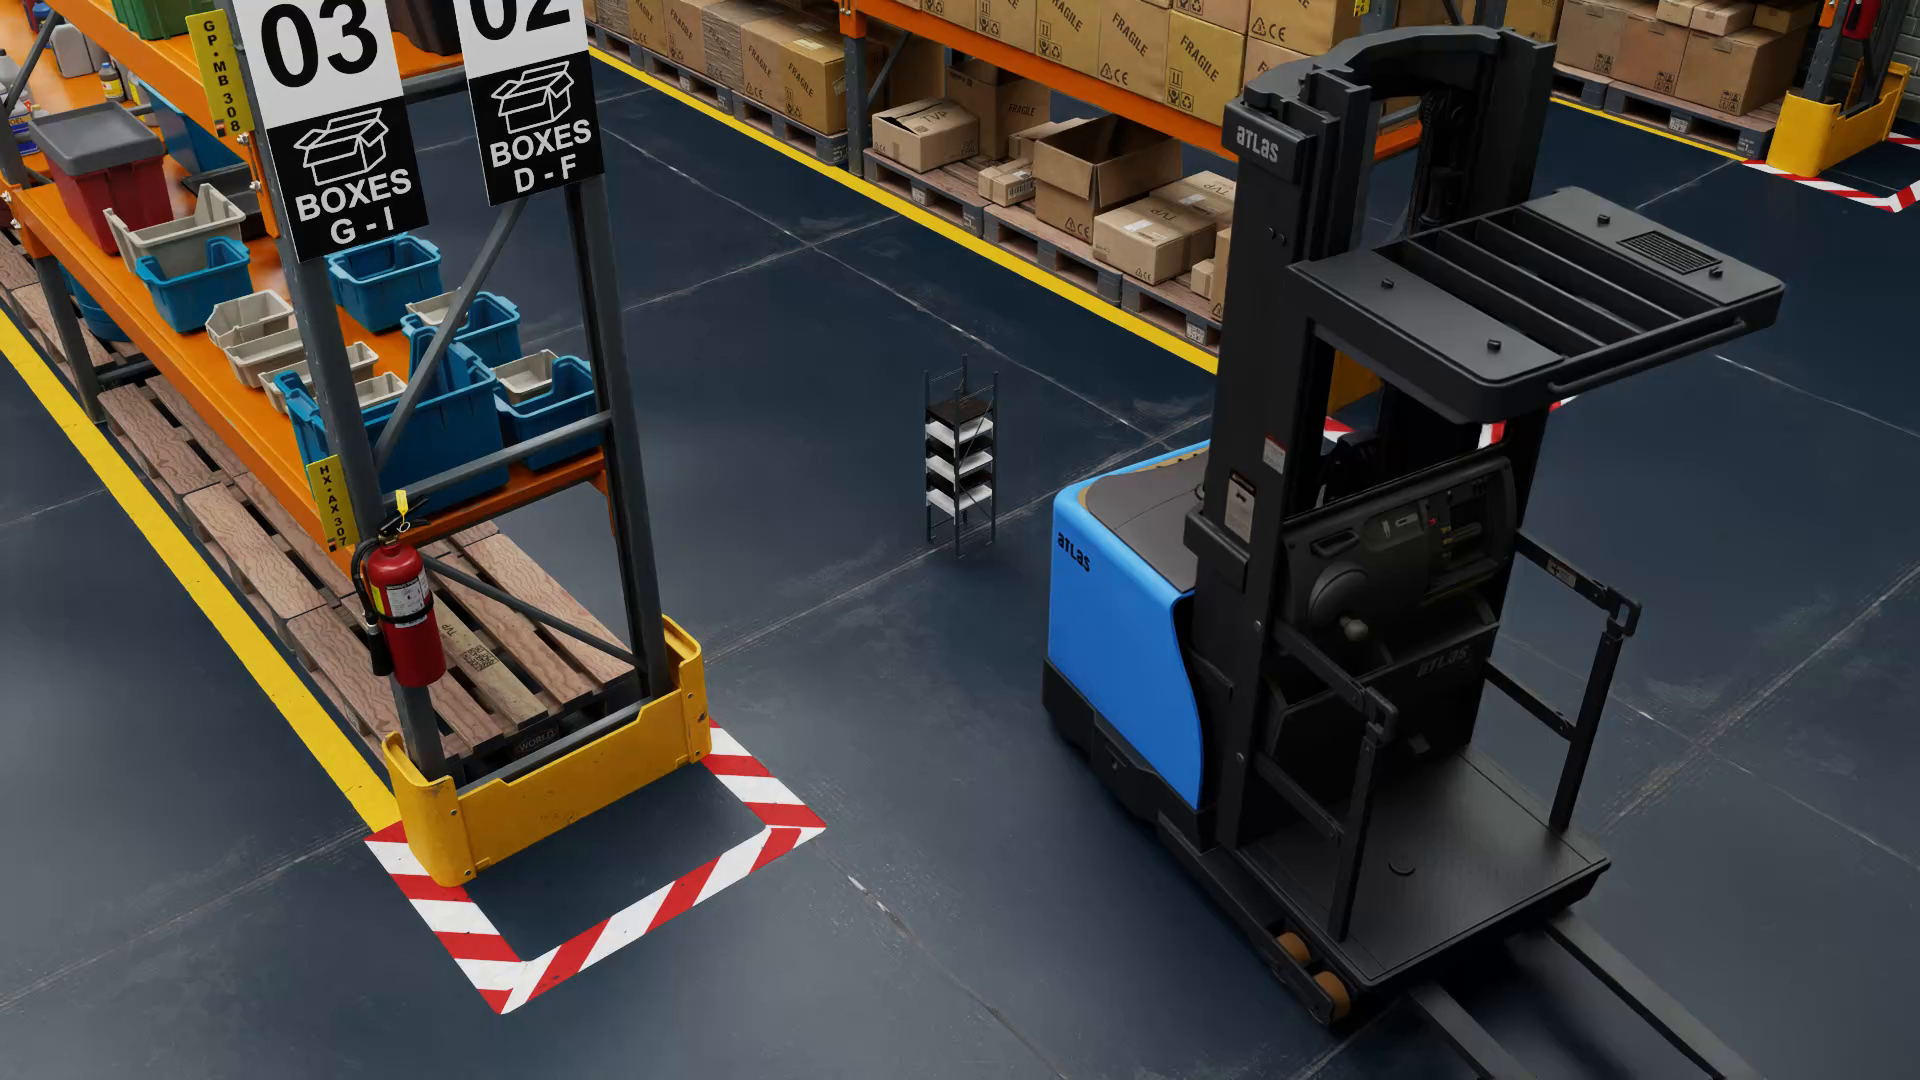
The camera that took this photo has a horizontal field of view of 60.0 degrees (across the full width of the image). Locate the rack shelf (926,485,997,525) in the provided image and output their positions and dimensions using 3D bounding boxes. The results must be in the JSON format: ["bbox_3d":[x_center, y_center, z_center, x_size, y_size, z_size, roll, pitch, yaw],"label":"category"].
[{"bbox_3d":[0.005,-0.190,7.608,0.258,0.077,0.200,-26,43,-32],"label":"rack shelf"}]

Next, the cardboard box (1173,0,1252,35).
[{"bbox_3d":[1.425,-2.868,8.253,0.500,0.500,0.500,-25,42,-31],"label":"cardboard box"}]

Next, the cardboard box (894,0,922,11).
[{"bbox_3d":[-0.211,-3.583,10.127,0.500,0.500,0.500,-25,42,-31],"label":"cardboard box"}]

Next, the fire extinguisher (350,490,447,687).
[{"bbox_3d":[-1.787,0.163,5.314,0.296,0.674,0.183,-26,43,-32],"label":"fire extinguisher"}]

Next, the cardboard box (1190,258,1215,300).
[{"bbox_3d":[1.518,-1.487,9.325,0.380,0.166,0.250,-26,43,-32],"label":"cardboard box"}]

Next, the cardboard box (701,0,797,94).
[{"bbox_3d":[-1.505,-3.582,11.995,0.500,0.500,0.500,-25,43,-31],"label":"cardboard box"}]

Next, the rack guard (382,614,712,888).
[{"bbox_3d":[-1.512,0.769,6.232,1.175,0.500,0.348,-26,43,-32],"label":"rack guard"}]

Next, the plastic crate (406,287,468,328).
[{"bbox_3d":[-2.026,-0.878,6.570,0.250,0.136,0.298,-26,43,-32],"label":"plastic crate"}]

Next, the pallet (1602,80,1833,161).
[{"bbox_3d":[5.455,-3.138,11.998,1.003,0.211,1.213,-26,43,-32],"label":"pallet"}]

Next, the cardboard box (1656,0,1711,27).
[{"bbox_3d":[5.115,-3.741,11.675,0.380,0.149,0.250,-25,42,-31],"label":"cardboard box"}]

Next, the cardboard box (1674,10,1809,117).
[{"bbox_3d":[5.503,-3.375,11.720,0.700,0.500,0.500,-26,43,-32],"label":"cardboard box"}]

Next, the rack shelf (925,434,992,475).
[{"bbox_3d":[0.005,-0.410,7.452,0.258,0.077,0.200,-26,43,-32],"label":"rack shelf"}]

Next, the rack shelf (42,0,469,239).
[{"bbox_3d":[-2.828,-2.070,6.105,1.077,0.370,4.000,-26,43,-32],"label":"rack shelf"}]

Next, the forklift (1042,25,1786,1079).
[{"bbox_3d":[1.502,0.093,5.083,1.130,2.935,3.031,-18,39,-24],"label":"forklift"}]

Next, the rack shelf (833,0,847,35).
[{"bbox_3d":[-1.623,-4.458,12.072,1.077,0.370,4.000,-26,43,-32],"label":"rack shelf"}]

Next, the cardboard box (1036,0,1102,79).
[{"bbox_3d":[0.772,-2.912,9.180,0.500,0.500,0.500,-27,43,-32],"label":"cardboard box"}]

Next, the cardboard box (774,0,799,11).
[{"bbox_3d":[-1.128,-3.787,12.285,0.500,0.500,0.500,-25,43,-31],"label":"cardboard box"}]

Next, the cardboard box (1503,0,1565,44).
[{"bbox_3d":[4.505,-4.050,12.673,0.700,0.500,0.500,-25,42,-31],"label":"cardboard box"}]

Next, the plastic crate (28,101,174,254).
[{"bbox_3d":[-3.734,-1.586,7.286,0.402,0.464,0.583,-26,43,-32],"label":"plastic crate"}]

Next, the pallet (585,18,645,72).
[{"bbox_3d":[-2.460,-4.153,13.431,1.003,0.211,1.213,-26,43,-32],"label":"pallet"}]

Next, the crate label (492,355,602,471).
[{"bbox_3d":[-1.445,-0.445,5.876,0.416,0.233,0.303,-26,43,-32],"label":"crate label"}]

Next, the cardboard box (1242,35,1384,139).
[{"bbox_3d":[1.752,-2.240,8.231,0.500,0.500,0.500,-25,42,-30],"label":"cardboard box"}]

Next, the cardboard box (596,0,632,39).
[{"bbox_3d":[-2.496,-4.258,12.948,0.500,0.500,0.500,-28,44,-33],"label":"cardboard box"}]

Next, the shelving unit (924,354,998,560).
[{"bbox_3d":[0.005,-0.364,7.485,0.258,0.900,0.210,-26,43,-32],"label":"shelving unit"}]

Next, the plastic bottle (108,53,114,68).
[{"bbox_3d":[-4.542,-2.597,8.994,0.097,0.201,0.097,0,35,0],"label":"plastic bottle"}]

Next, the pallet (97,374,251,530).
[{"bbox_3d":[-3.614,-0.575,8.379,1.003,0.211,1.213,-26,43,-32],"label":"pallet"}]

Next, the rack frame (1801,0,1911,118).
[{"bbox_3d":[6.031,-3.952,10.735,1.000,3.000,0.127,-26,43,-32],"label":"rack frame"}]

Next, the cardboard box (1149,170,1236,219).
[{"bbox_3d":[1.470,-1.948,9.903,0.500,0.250,0.500,-26,43,-32],"label":"cardboard box"}]

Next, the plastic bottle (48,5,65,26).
[{"bbox_3d":[-5.099,-3.018,9.459,0.144,0.351,0.185,-26,43,-32],"label":"plastic bottle"}]

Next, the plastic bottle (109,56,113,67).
[{"bbox_3d":[-4.602,-2.688,9.052,0.061,0.283,0.133,-26,43,-32],"label":"plastic bottle"}]

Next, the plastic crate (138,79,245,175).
[{"bbox_3d":[-3.557,-1.962,7.887,0.392,0.384,0.575,-26,43,-32],"label":"plastic crate"}]

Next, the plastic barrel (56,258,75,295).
[{"bbox_3d":[-4.913,-1.897,9.286,0.600,0.901,0.708,-26,43,-32],"label":"plastic barrel"}]

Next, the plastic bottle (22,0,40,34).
[{"bbox_3d":[-5.366,-3.082,9.607,0.061,0.283,0.133,-26,43,-32],"label":"plastic bottle"}]

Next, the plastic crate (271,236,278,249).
[{"bbox_3d":[-2.765,-1.283,7.143,0.293,0.136,0.466,-26,43,-32],"label":"plastic crate"}]

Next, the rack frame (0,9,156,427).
[{"bbox_3d":[-4.118,-2.023,8.011,1.000,3.000,0.127,-26,43,-32],"label":"rack frame"}]

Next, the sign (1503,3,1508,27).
[{"bbox_3d":[2.664,-2.658,8.159,0.100,0.325,0.005,-26,43,-32],"label":"sign"}]

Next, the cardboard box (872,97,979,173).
[{"bbox_3d":[-0.226,-2.685,10.892,0.500,0.311,0.500,-26,43,-32],"label":"cardboard box"}]

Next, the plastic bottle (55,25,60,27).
[{"bbox_3d":[-4.956,-2.745,9.202,0.097,0.201,0.097,0,35,0],"label":"plastic bottle"}]

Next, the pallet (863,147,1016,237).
[{"bbox_3d":[0.110,-2.427,10.995,1.003,0.211,1.213,-26,43,-32],"label":"pallet"}]

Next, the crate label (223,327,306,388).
[{"bbox_3d":[-2.576,-0.714,6.338,0.396,0.136,0.243,-26,43,-32],"label":"crate label"}]

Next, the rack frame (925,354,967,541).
[{"bbox_3d":[-0.060,-0.409,7.548,0.240,0.900,0.006,-26,43,-32],"label":"rack frame"}]

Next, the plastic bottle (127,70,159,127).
[{"bbox_3d":[-4.124,-2.297,8.441,0.144,0.351,0.185,-26,43,-32],"label":"plastic bottle"}]

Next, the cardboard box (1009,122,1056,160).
[{"bbox_3d":[0.540,-2.596,10.906,0.380,0.149,0.250,-26,43,-32],"label":"cardboard box"}]

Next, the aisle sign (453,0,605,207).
[{"bbox_3d":[-1.264,-1.397,4.878,0.394,0.787,0.004,-26,43,-32],"label":"aisle sign"}]
